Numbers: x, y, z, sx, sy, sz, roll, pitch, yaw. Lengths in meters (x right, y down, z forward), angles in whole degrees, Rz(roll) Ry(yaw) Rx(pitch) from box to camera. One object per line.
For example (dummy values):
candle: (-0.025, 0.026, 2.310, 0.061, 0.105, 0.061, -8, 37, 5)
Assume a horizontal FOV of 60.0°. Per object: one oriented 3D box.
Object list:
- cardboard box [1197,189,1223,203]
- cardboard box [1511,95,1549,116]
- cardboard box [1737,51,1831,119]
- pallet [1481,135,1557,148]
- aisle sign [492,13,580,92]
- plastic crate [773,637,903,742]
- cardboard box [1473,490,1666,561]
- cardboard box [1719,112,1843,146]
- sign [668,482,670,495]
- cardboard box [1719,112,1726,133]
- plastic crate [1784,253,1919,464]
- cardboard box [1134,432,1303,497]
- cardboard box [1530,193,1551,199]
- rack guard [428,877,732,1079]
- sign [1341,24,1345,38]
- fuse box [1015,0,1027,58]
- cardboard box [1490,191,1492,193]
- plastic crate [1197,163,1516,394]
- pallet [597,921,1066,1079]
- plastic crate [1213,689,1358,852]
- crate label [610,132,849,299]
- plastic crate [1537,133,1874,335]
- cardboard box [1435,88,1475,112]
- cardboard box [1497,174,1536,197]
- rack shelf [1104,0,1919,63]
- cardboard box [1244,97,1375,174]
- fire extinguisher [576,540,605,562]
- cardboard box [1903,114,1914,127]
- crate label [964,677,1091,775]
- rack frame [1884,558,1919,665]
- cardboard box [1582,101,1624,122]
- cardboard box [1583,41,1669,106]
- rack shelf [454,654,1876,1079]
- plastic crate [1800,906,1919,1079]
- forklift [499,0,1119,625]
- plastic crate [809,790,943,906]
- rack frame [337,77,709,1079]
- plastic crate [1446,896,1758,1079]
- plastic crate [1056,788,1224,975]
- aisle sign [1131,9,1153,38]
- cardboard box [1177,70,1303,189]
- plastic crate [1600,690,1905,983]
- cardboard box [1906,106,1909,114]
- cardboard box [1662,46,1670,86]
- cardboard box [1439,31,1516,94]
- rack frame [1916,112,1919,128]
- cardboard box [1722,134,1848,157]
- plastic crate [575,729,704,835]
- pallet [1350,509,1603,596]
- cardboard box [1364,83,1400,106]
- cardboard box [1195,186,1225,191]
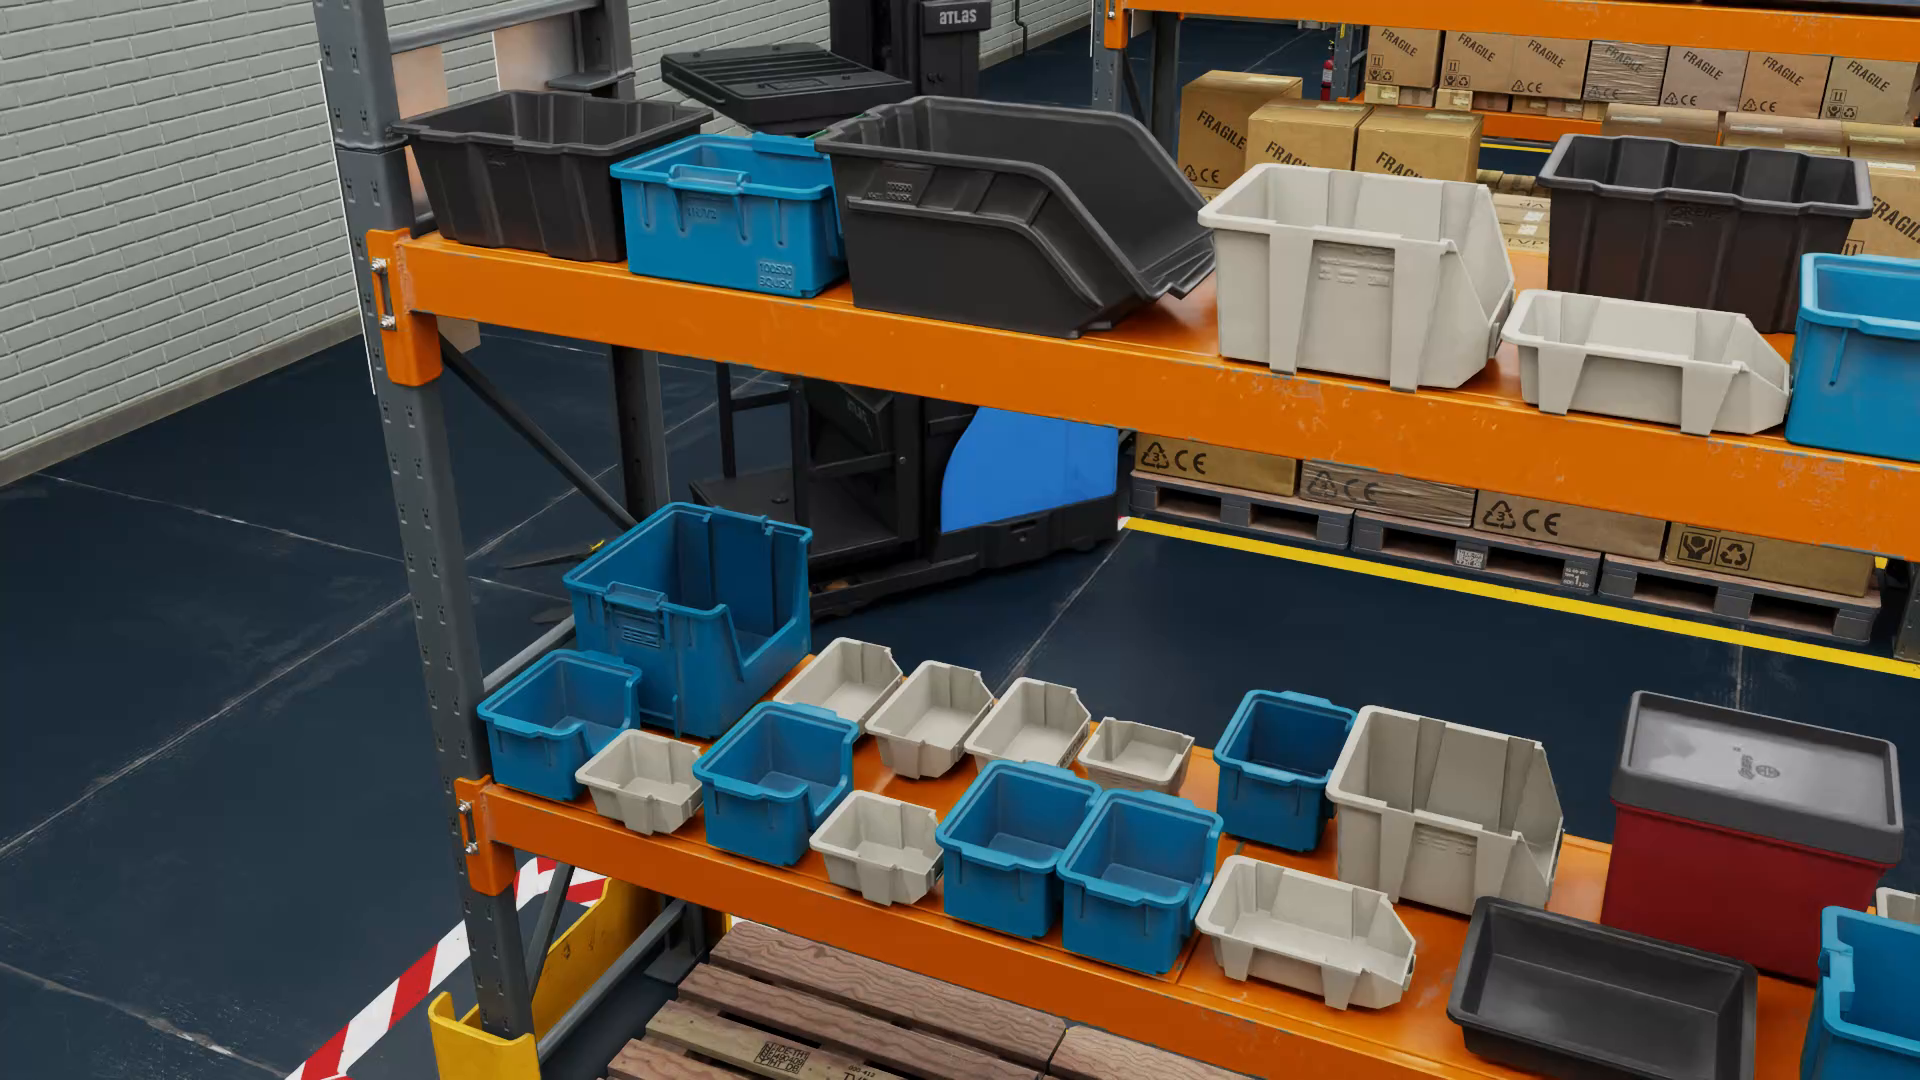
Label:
cardboard box: (1.231, -1.586, 8.408, 0.500, 0.250, 0.500, 11, 28, 20)
cardboard box: (4.211, -3.236, 12.210, 0.250, 0.149, 0.380, 11, 28, 21)
cardboard box: (5.662, -3.209, 11.422, 0.500, 0.500, 0.500, 11, 28, 20)
pallet: (5.768, -4.335, 17.315, 1.213, 0.211, 1.003, 11, 28, 22)
aisle sign: (-1.089, -1.022, 4.486, 0.004, 0.787, 0.394, 11, 28, 22)
plastic crate: (-0.328, 0.443, 4.684, 0.243, 0.136, 0.396, 11, 28, 22)
cardboard box: (3.160, -0.537, 8.375, 0.875, 0.875, 0.875, 11, 28, 22)
cardboard box: (3.771, -1.671, 7.731, 0.500, 0.500, 0.500, 11, 28, 22)
sign: (-0.932, -0.022, 5.213, 0.005, 0.325, 0.100, 11, 28, 22)
cardboard box: (5.353, -2.977, 11.684, 0.250, 0.149, 0.380, 10, 28, 20)
plastic crate: (1.536, -0.302, 2.760, 0.300, 0.233, 0.416, 11, 28, 22)
cardboard box: (1.521, -0.866, 9.043, 0.875, 0.875, 0.875, 11, 28, 22)
cardboard box: (4.373, -2.469, 12.448, 0.250, 0.149, 0.380, 13, 29, 24)
rack guard: (-1.172, 1.398, 5.345, 0.348, 0.500, 1.175, 11, 28, 22)
sign: (2.826, -3.862, 12.218, 0.005, 0.325, 0.100, 11, 28, 22)
fuse box: (0.867, -6.962, 20.954, 0.414, 1.711, 0.539, 11, 28, 22)
cardboard box: (3.864, -2.536, 12.584, 0.250, 0.149, 0.380, 11, 28, 22)
plastic crate: (0.745, -0.488, 3.083, 0.530, 0.282, 0.437, 11, 28, 22)
pallet: (-0.410, 1.693, 5.072, 1.213, 0.211, 1.003, 11, 28, 22)
plastic crate: (0.831, 0.596, 4.265, 0.300, 0.233, 0.416, 11, 28, 22)
crate label: (-0.439, -0.705, 3.558, 0.502, 0.251, 0.408, 11, 28, 22)
plastic crate: (1.479, -0.617, 3.360, 0.590, 0.269, 0.497, 11, 28, 22)
cardboard box: (3.681, -3.287, 12.316, 0.250, 0.149, 0.380, 11, 28, 20)
cardboard box: (4.340, -2.735, 12.988, 0.250, 0.149, 0.380, 10, 28, 20)
rack shelf: (2.726, -2.373, 7.593, 4.000, 0.370, 1.077, 11, 28, 22)
cardboard box: (1.686, -1.831, 8.057, 0.500, 0.500, 0.500, 11, 28, 21)
fire extinguisher: (-1.094, 0.267, 5.321, 0.183, 0.674, 0.296, 11, 28, 22)
cardboard box: (6.335, -2.806, 11.337, 0.250, 0.149, 0.380, 11, 28, 21)
crate label: (0.194, 0.543, 4.481, 0.243, 0.136, 0.396, 11, 28, 22)
rack frame: (4.547, -0.984, 7.354, 0.127, 3.000, 1.000, 11, 28, 22)
cardboard box: (4.651, -3.123, 11.982, 0.250, 0.149, 0.380, 12, 29, 24)
cardboard box: (4.750, -3.404, 11.818, 0.500, 0.500, 0.500, 11, 28, 20)
rack shelf: (0.676, 0.964, 4.210, 4.000, 0.370, 1.077, 11, 28, 22)
plastic crate: (1.930, 1.039, 3.194, 0.575, 0.384, 0.392, 11, 28, 22)
forklift: (-0.727, -1.177, 7.823, 3.031, 2.935, 1.130, -13, 29, -24)
plastic crate: (-0.181, 0.761, 4.040, 0.298, 0.136, 0.250, 11, 28, 22)
rack frame: (-1.145, 0.276, 4.794, 0.127, 3.000, 1.000, 11, 28, 22)
plastic crate: (1.366, 1.007, 3.552, 0.590, 0.125, 0.437, 11, 28, 22)
plastic crate: (0.415, 0.797, 3.857, 0.300, 0.233, 0.416, 11, 28, 22)
aisle sign: (0.964, -3.016, 8.537, 0.004, 0.787, 0.394, 11, 28, 22)
cardboard box: (1.458, -2.135, 8.675, 0.500, 0.500, 0.500, 12, 29, 22)
plastic crate: (1.787, 0.687, 3.818, 0.583, 0.464, 0.402, 11, 28, 22)
cardboard box: (6.569, -3.031, 11.795, 0.250, 0.149, 0.380, 12, 29, 24)
cardboard box: (4.948, -3.611, 12.238, 0.500, 0.500, 0.500, 13, 29, 24)
cardboard box: (3.843, -3.589, 12.194, 0.500, 0.500, 0.500, 11, 28, 22)
rack frame: (6.692, -2.960, 11.367, 0.127, 3.000, 1.000, 11, 28, 22)
cardboard box: (3.563, -1.457, 7.297, 0.500, 0.500, 0.500, 12, 29, 22)
plastic crate: (-0.799, 0.637, 4.292, 0.298, 0.136, 0.250, 11, 28, 22)
pallet: (2.772, -0.126, 8.768, 1.213, 0.211, 1.003, 11, 28, 22)
cardboard box: (3.210, -3.388, 12.520, 0.250, 0.149, 0.380, 11, 28, 21)
cardboard box: (1.456, -1.800, 8.843, 0.500, 0.250, 0.500, 11, 28, 21)
